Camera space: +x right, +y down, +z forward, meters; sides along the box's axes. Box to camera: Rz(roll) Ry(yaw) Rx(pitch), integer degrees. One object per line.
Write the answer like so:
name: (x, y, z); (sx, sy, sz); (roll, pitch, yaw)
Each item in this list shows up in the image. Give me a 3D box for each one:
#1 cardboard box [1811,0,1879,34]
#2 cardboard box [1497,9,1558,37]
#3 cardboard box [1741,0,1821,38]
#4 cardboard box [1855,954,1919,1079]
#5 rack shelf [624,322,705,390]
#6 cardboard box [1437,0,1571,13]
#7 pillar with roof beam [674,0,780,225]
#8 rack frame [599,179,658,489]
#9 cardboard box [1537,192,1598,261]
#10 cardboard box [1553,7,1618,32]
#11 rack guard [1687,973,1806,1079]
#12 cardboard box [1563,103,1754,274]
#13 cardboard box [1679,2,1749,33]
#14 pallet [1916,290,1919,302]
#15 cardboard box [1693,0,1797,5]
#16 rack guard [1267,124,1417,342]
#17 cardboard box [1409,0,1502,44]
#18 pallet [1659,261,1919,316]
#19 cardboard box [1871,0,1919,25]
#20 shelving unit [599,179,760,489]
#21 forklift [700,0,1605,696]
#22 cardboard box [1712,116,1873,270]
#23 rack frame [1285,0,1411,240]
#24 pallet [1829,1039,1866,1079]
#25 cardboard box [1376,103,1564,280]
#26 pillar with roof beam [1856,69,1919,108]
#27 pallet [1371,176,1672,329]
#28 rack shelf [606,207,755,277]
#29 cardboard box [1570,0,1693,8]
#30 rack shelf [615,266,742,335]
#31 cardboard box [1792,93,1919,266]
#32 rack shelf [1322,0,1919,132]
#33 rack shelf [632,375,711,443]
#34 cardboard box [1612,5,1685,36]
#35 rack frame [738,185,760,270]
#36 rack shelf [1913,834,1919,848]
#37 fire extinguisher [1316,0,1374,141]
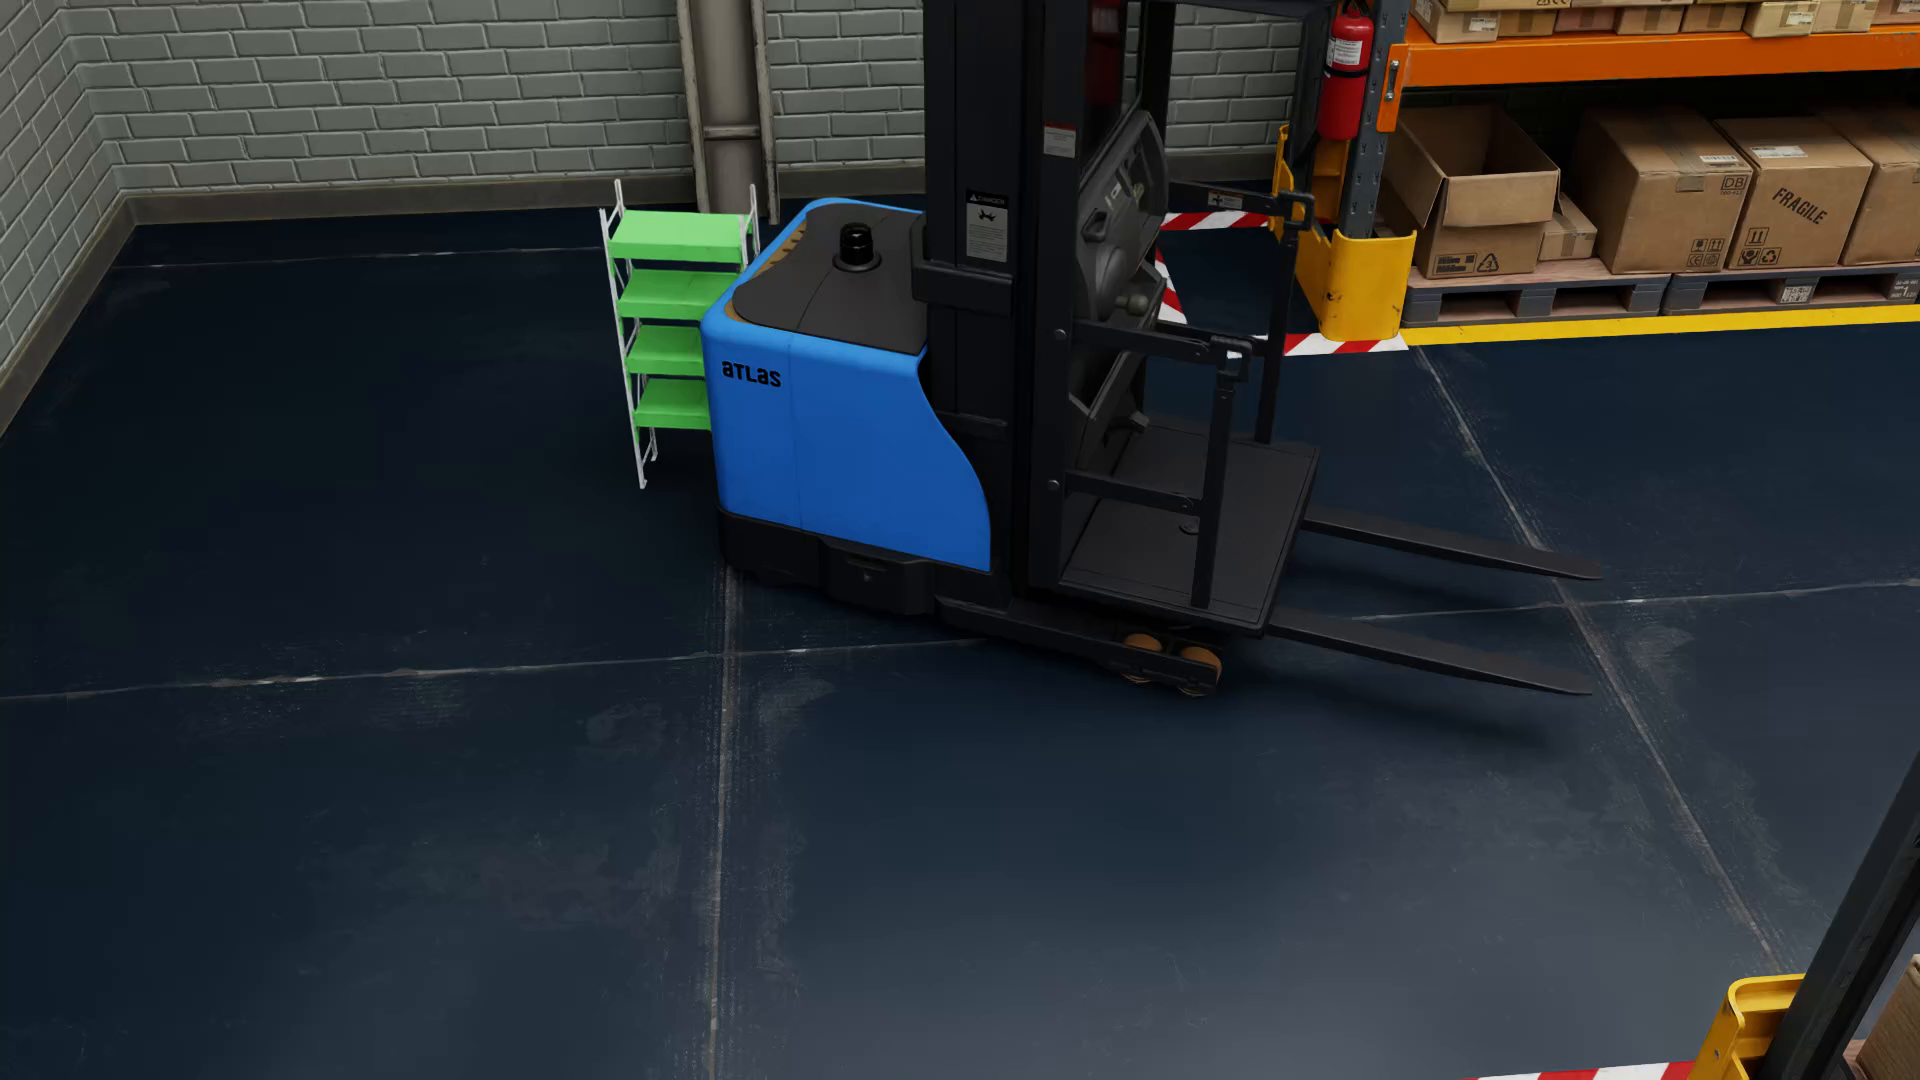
cardboard box: (3.562, -2.235, 6.863); (0.250, 0.149, 0.380); (-2, 38, -3)
cardboard box: (2.263, -2.210, 6.832); (0.250, 0.149, 0.380); (-2, 38, -3)
cardboard box: (3.302, -2.208, 6.829); (0.250, 0.149, 0.380); (-4, 38, -5)
cardboard box: (2.754, 1.388, 3.799); (0.875, 0.438, 0.875); (-4, 38, -6)
rack shelf: (-0.990, -0.682, 6.248); (0.480, 0.148, 0.258); (3, 38, 4)
cardboard box: (2.138, -2.334, 6.667); (0.500, 0.250, 0.500); (-3, 38, -4)
pillar with roof beam: (-0.722, -2.525, 2.185); (0.400, 9.000, 9.100); (-3, 38, -4)
rack frame: (-1.233, -0.744, 6.224); (0.015, 1.200, 0.240); (3, 38, 4)
cardboard box: (2.706, -1.437, 7.613); (0.250, 0.149, 0.380); (-5, 39, -6)
cardboard box: (2.522, -2.246, 6.878); (0.250, 0.149, 0.380); (-4, 38, -5)
rack guard: (2.082, 1.628, 3.784); (0.348, 0.500, 1.175); (-3, 38, -4)
cardboard box: (3.135, -1.599, 7.534); (0.500, 0.500, 0.700); (-2, 38, -2)
cardboard box: (3.043, -2.240, 6.870); (0.250, 0.149, 0.380); (-3, 38, -3)
pallet: (4.962, -1.505, 7.987); (1.213, 0.211, 1.003); (-3, 38, -4)
cardboard box: (3.145, -2.392, 6.740); (0.500, 0.250, 0.500); (-4, 38, -5)
rack guard: (1.738, -1.440, 7.672); (0.348, 0.500, 1.175); (-3, 38, -4)
cardboard box: (2.014, -2.168, 6.778); (0.250, 0.149, 0.380); (-3, 38, -4)
pallet: (3.744, -1.436, 7.900); (1.213, 0.211, 1.003); (-3, 38, -4)
cardboard box: (3.813, -2.291, 6.935); (0.250, 0.149, 0.380); (-3, 38, -4)
shelving unit: (-0.990, -0.732, 6.208); (0.503, 1.200, 0.258); (3, 38, 4)
forklift: (0.698, -1.000, 5.151); (3.031, 2.935, 1.130); (13, 40, 15)
cardboard box: (3.670, -1.566, 7.492); (0.500, 0.500, 0.500); (-2, 38, -3)
rack frame: (1.662, -2.417, 6.892); (0.127, 3.000, 1.000); (-3, 38, -4)
pallet: (2.895, 1.648, 3.992); (1.213, 0.211, 1.003); (-3, 38, -4)
cardboard box: (2.280, -1.577, 7.504); (0.637, 0.503, 0.797); (-5, 39, -6)
pillar with roof beam: (5.254, -2.854, 2.602); (0.400, 9.000, 9.100); (-3, 38, -4)
pallet: (2.532, -1.371, 7.817); (1.213, 0.211, 1.003); (-3, 38, -4)
rack shelf: (-0.990, -1.058, 5.950); (0.480, 0.148, 0.258); (3, 38, 4)
cardboard box: (2.640, -2.362, 6.703); (0.500, 0.250, 0.500); (-3, 38, -3)
rack shelf: (-0.990, -0.870, 6.099); (0.480, 0.148, 0.258); (3, 38, 4)
cardboard box: (4.169, -1.656, 7.606); (0.500, 0.500, 0.700); (-5, 38, -6)
rack shelf: (3.654, -2.245, 7.254); (4.000, 0.370, 1.077); (-3, 38, -4)
rack shelf: (-0.990, -0.493, 6.397); (0.480, 0.148, 0.258); (3, 38, 4)
cardboard box: (2.779, -2.222, 6.847); (0.250, 0.149, 0.380); (-2, 38, -3)
rack frame: (-0.747, -0.719, 6.192); (0.015, 1.200, 0.240); (3, 38, 4)
rack shelf: (4.098, 0.818, 3.373); (4.000, 0.370, 1.077); (-3, 38, -4)
fire extinguisher: (1.557, -1.947, 6.660); (0.183, 0.674, 0.296); (-3, 38, -4)
